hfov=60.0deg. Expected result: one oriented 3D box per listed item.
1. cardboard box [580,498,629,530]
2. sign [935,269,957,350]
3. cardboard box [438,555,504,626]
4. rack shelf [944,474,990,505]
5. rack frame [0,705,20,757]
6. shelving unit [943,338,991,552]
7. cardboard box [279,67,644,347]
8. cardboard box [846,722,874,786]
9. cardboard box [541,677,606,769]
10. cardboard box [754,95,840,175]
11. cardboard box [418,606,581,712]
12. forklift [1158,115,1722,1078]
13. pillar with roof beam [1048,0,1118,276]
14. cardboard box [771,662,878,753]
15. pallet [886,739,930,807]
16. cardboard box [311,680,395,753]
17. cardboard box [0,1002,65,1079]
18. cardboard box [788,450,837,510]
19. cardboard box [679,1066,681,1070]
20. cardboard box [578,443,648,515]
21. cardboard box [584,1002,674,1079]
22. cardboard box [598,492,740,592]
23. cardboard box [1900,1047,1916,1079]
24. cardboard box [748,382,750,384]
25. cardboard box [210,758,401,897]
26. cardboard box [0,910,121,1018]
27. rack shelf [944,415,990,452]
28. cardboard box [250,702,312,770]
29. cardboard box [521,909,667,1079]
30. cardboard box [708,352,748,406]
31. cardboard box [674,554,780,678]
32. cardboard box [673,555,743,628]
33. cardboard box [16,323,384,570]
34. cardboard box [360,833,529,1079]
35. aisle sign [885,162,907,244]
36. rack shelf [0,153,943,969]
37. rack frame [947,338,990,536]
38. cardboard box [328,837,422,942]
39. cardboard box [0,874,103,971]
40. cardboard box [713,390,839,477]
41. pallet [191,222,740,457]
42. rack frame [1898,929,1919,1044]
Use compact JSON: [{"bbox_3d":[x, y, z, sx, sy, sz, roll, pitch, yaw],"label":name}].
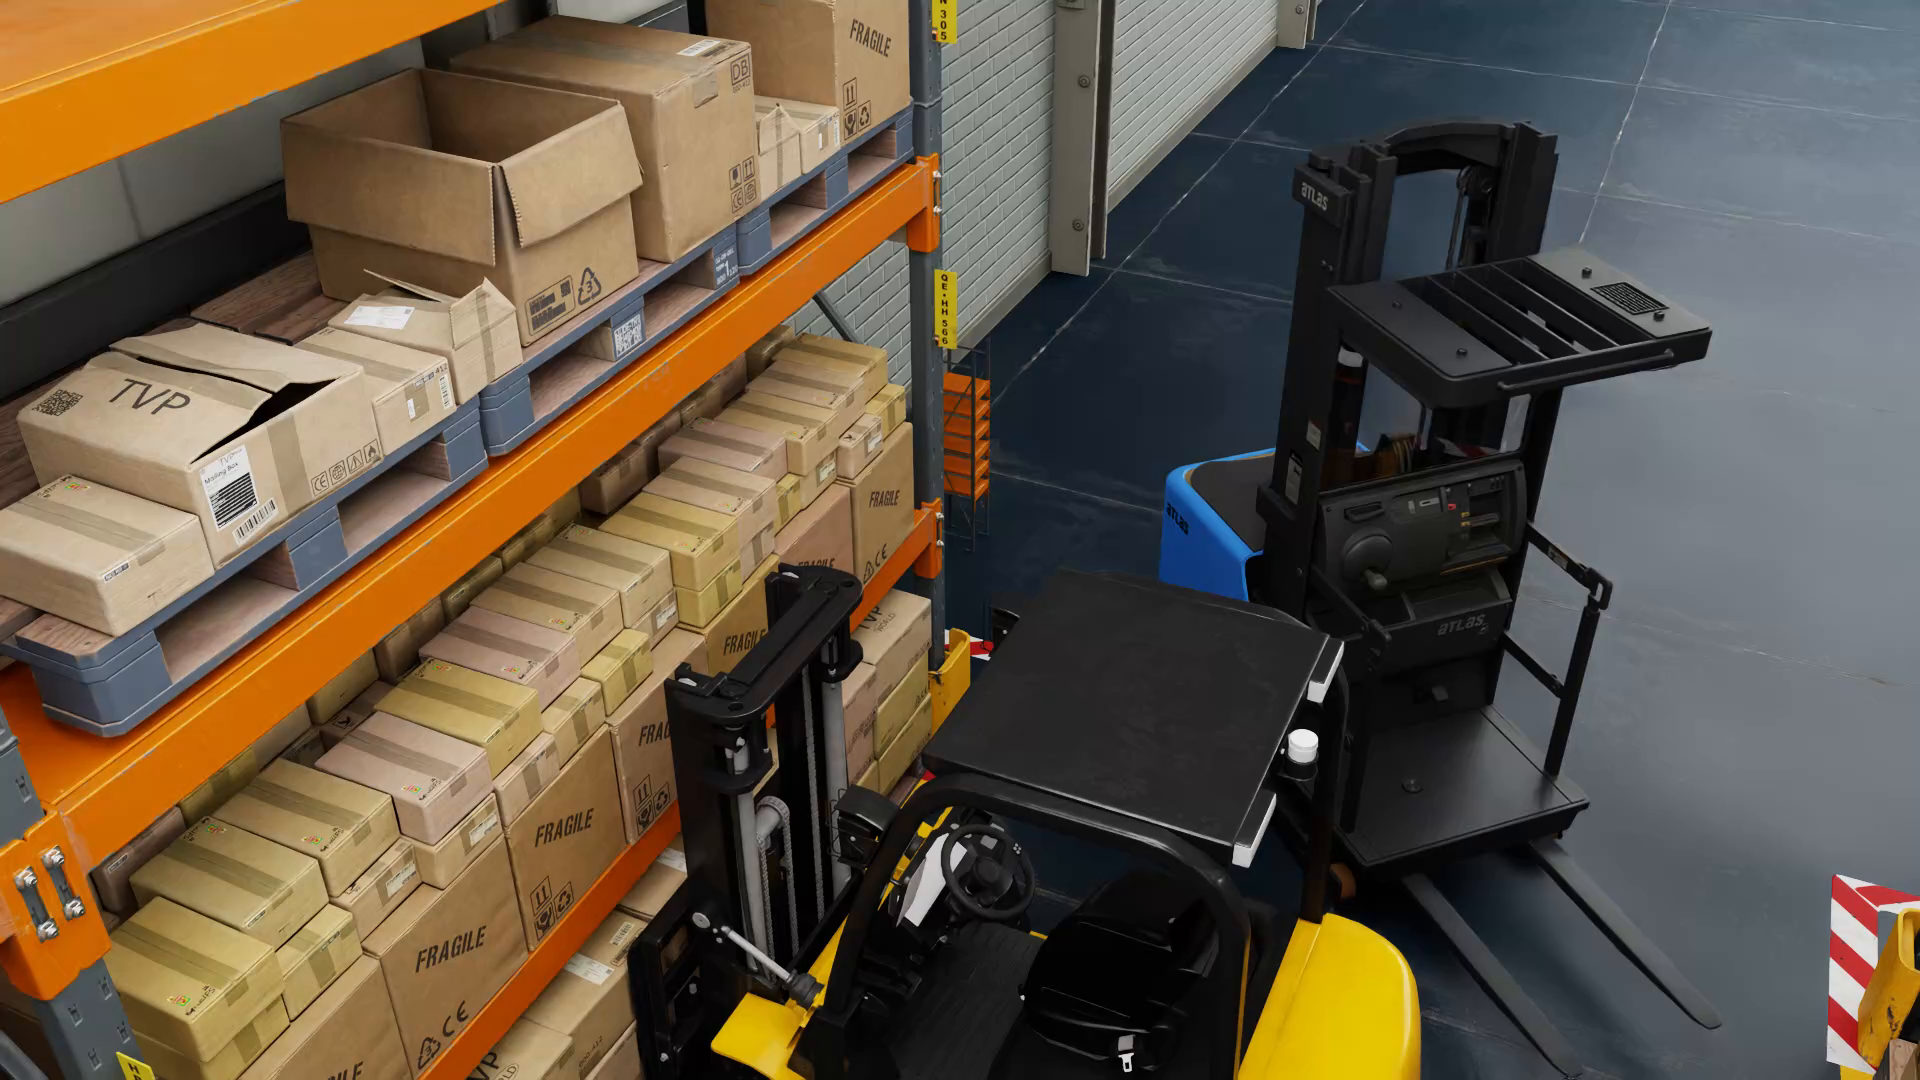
[{"bbox_3d":[-1.416,-0.159,5.943,0.380,0.149,0.250,15,36,21],"label":"cardboard box"},{"bbox_3d":[-0.058,-0.897,6.479,0.100,0.325,0.005,14,36,20],"label":"sign"},{"bbox_3d":[-1.660,0.132,5.228,0.380,0.149,0.250,15,36,22],"label":"cardboard box"},{"bbox_3d":[0.006,-0.271,8.956,0.258,0.103,0.180,14,36,20],"label":"rack shelf"},{"bbox_3d":[-2.219,-0.962,2.379,1.000,3.000,0.127,14,36,20],"label":"rack frame"},{"bbox_3d":[0.006,-0.509,8.800,0.258,1.200,0.189,14,36,20],"label":"shelving unit"},{"bbox_3d":[-1.308,-0.914,4.473,0.797,0.503,0.637,15,36,22],"label":"cardboard box"},{"bbox_3d":[-0.684,0.881,6.707,0.500,0.250,0.500,14,36,20],"label":"cardboard box"},{"bbox_3d":[-1.285,0.505,4.931,0.380,0.149,0.250,13,35,19],"label":"cardboard box"},{"bbox_3d":[-0.616,-1.330,5.430,0.380,0.149,0.250,13,35,19],"label":"cardboard box"},{"bbox_3d":[-1.349,0.359,4.881,0.380,0.149,0.250,14,36,20],"label":"cardboard box"},{"bbox_3d":[1.923,0.006,6.436,1.130,2.935,3.031,-12,35,-17],"label":"forklift"},{"bbox_3d":[4.765,-4.815,8.254,9.100,9.000,0.400,14,36,20],"label":"pillar with roof beam"},{"bbox_3d":[-0.663,0.667,6.578,0.500,0.250,0.500,15,36,21],"label":"cardboard box"},{"bbox_3d":[-0.827,1.111,7.231,1.003,0.211,1.213,14,36,20],"label":"pallet"},{"bbox_3d":[-1.864,0.512,4.919,0.380,0.149,0.250,15,36,22],"label":"cardboard box"},{"bbox_3d":[-2.276,1.219,4.432,0.500,0.500,0.500,14,36,20],"label":"cardboard box"},{"bbox_3d":[-0.680,-0.272,6.115,0.380,0.149,0.250,15,36,21],"label":"cardboard box"},{"bbox_3d":[-1.086,1.592,6.080,0.500,0.250,0.500,15,36,22],"label":"cardboard box"},{"bbox_3d":[-1.322,-0.250,5.811,0.380,0.149,0.250,15,36,22],"label":"cardboard box"},{"bbox_3d":[-1.306,1.643,5.546,0.500,0.250,0.500,14,36,20],"label":"cardboard box"},{"bbox_3d":[-0.946,0.003,5.425,0.380,0.149,0.250,15,36,21],"label":"cardboard box"},{"bbox_3d":[3.376,2.004,5.451,0.500,0.250,0.500,14,36,20],"label":"cardboard box"},{"bbox_3d":[-0.923,-0.649,6.690,0.380,0.149,0.250,13,36,19],"label":"cardboard box"},{"bbox_3d":[-1.690,0.739,4.302,0.380,0.149,0.250,14,36,20],"label":"cardboard box"},{"bbox_3d":[-2.317,1.015,4.152,0.380,0.149,0.250,14,36,20],"label":"cardboard box"},{"bbox_3d":[0.006,-0.572,8.759,0.258,0.103,0.180,14,36,20],"label":"rack shelf"},{"bbox_3d":[-2.070,0.492,4.679,0.380,0.149,0.250,13,36,20],"label":"cardboard box"},{"bbox_3d":[-1.310,1.431,5.413,0.500,0.250,0.500,15,36,22],"label":"cardboard box"},{"bbox_3d":[-1.048,-0.646,6.415,0.380,0.149,0.250,15,36,22],"label":"cardboard box"},{"bbox_3d":[-0.952,0.330,5.789,0.500,0.500,0.500,13,36,20],"label":"cardboard box"},{"bbox_3d":[-0.950,0.123,5.512,0.380,0.149,0.250,14,36,21],"label":"cardboard box"},{"bbox_3d":[-1.649,-0.246,3.630,0.500,0.311,0.500,15,36,21],"label":"cardboard box"},{"bbox_3d":[-1.593,1.081,4.643,0.500,0.500,0.500,15,36,21],"label":"cardboard box"},{"bbox_3d":[-0.251,-1.498,6.296,0.394,0.787,0.004,14,36,20],"label":"aisle sign"},{"bbox_3d":[-1.382,-0.403,4.918,1.077,0.370,4.000,14,36,20],"label":"rack shelf"},{"bbox_3d":[0.044,-0.555,8.870,0.240,1.200,0.006,14,36,20],"label":"rack frame"},{"bbox_3d":[-1.656,0.870,4.373,0.380,0.149,0.250,14,36,20],"label":"cardboard box"},{"bbox_3d":[-2.359,0.881,4.085,0.380,0.149,0.250,14,36,21],"label":"cardboard box"},{"bbox_3d":[-0.663,-0.389,6.023,0.380,0.149,0.250,15,36,22],"label":"cardboard box"},{"bbox_3d":[-1.374,-0.707,4.806,1.003,0.211,1.213,14,36,20],"label":"pallet"},{"bbox_3d":[3.965,0.692,5.328,1.000,3.000,0.127,14,36,20],"label":"rack frame"}]
